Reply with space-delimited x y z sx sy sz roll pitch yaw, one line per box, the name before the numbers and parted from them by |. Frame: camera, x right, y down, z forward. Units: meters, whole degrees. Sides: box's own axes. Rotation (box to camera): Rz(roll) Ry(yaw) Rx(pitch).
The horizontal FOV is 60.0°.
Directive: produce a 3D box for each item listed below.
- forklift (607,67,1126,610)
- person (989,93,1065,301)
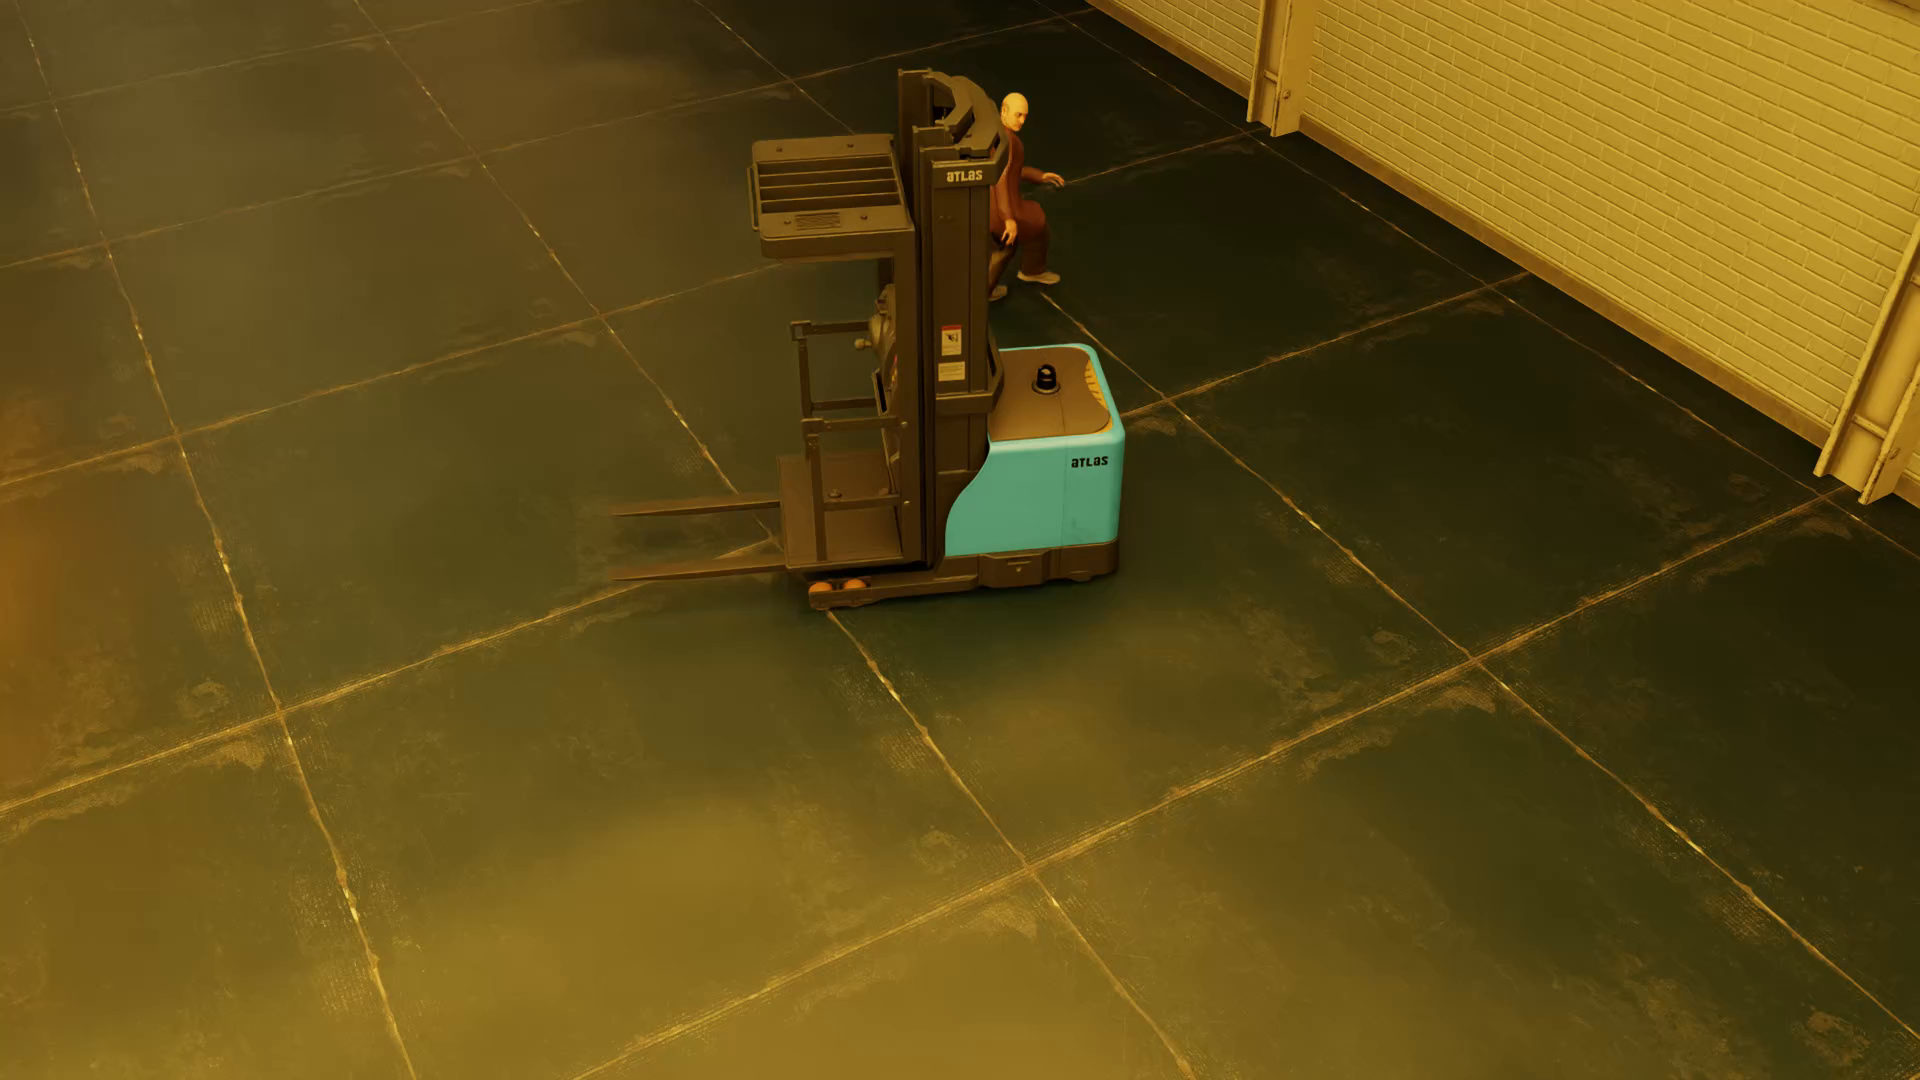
forklift | -0.604 -1.075 9.332 3.031 2.935 1.130 -5 40 -6
person | 0.459 -2.416 12.013 0.829 1.606 0.804 -21 44 -23
